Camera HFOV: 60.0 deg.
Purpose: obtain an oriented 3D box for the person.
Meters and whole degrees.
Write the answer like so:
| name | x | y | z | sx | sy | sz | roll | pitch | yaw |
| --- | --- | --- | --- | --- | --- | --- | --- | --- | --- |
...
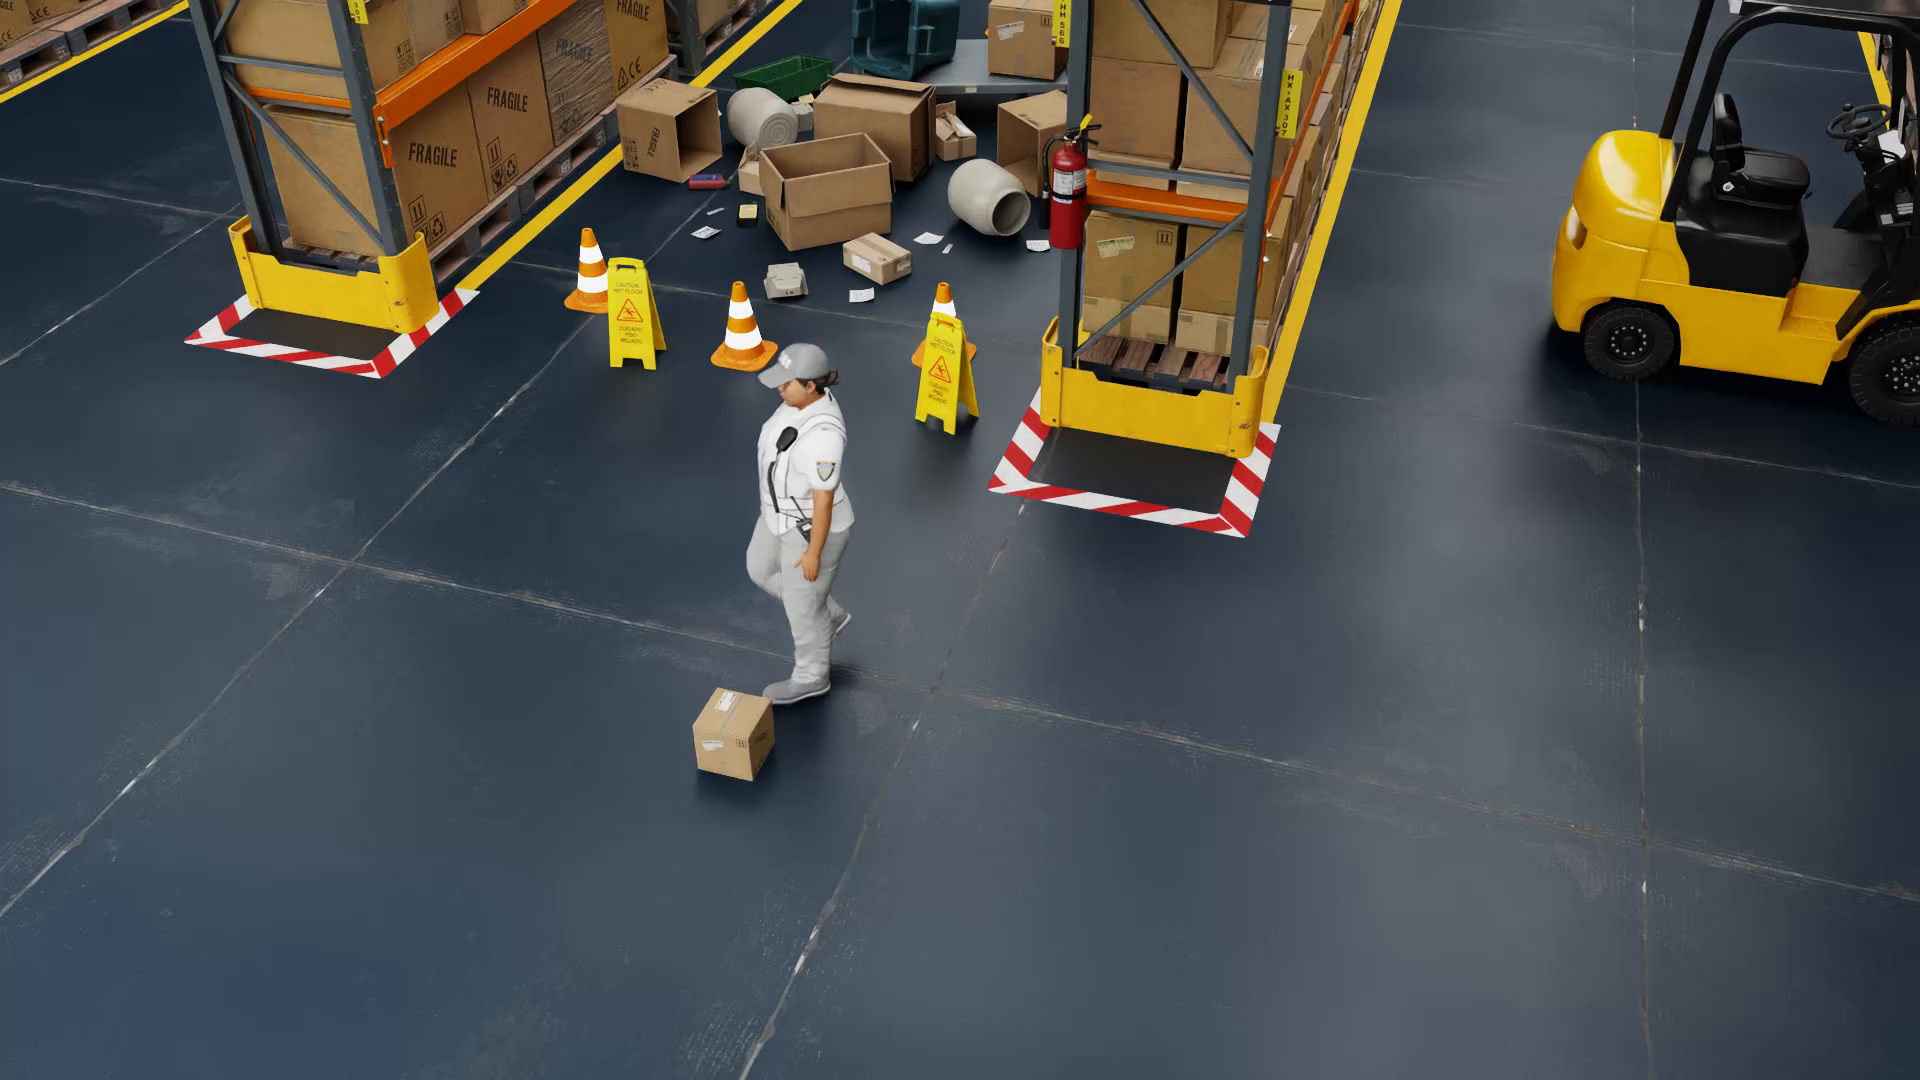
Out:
| name | x | y | z | sx | sy | sz | roll | pitch | yaw |
| --- | --- | --- | --- | --- | --- | --- | --- | --- | --- |
| person | -0.679 | -0.065 | 6.971 | 0.472 | 1.658 | 0.507 | -12 | 39 | -15 |
